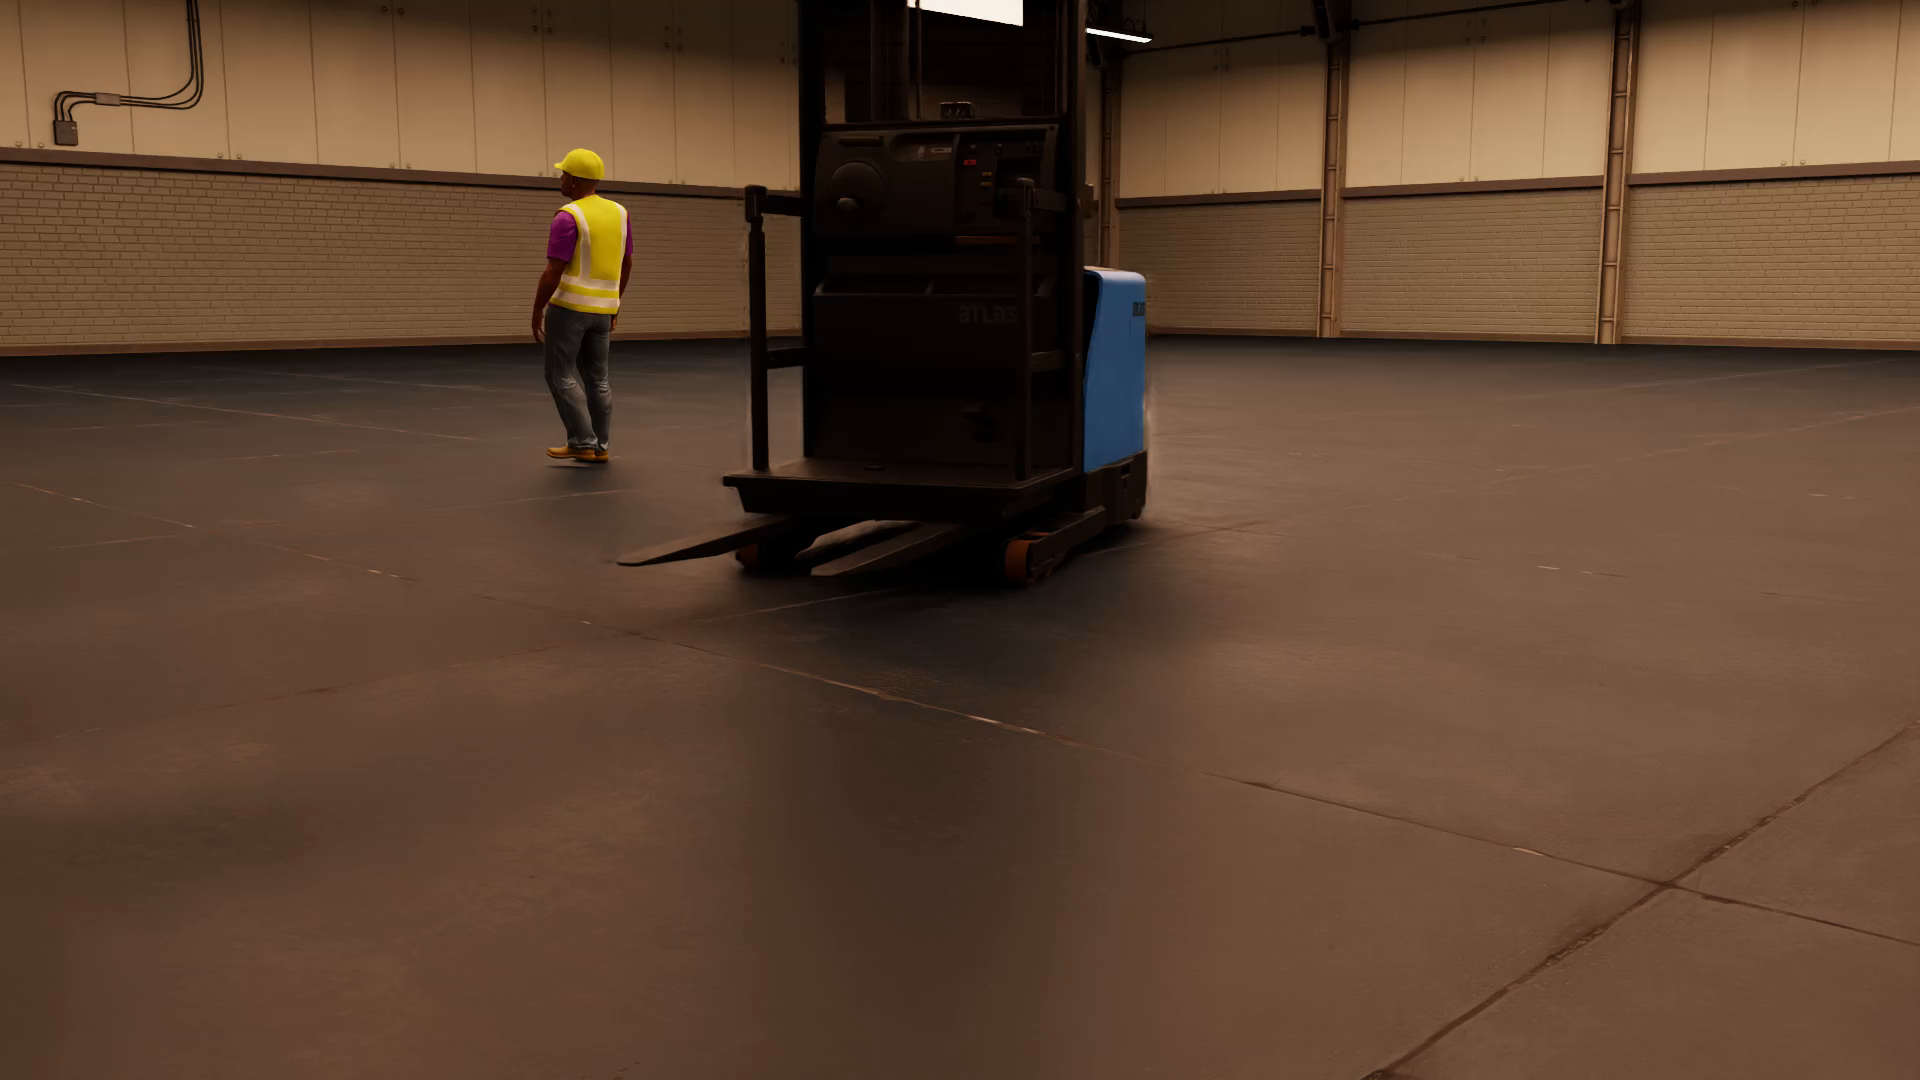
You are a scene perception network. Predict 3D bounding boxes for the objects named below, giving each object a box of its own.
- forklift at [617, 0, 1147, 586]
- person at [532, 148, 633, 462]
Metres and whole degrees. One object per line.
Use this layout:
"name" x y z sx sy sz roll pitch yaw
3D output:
"forklift" -0.163 -1.358 5.892 1.130 2.935 3.031 3 9 19
"person" -2.187 -1.306 9.413 0.590 1.762 0.665 5 10 31
